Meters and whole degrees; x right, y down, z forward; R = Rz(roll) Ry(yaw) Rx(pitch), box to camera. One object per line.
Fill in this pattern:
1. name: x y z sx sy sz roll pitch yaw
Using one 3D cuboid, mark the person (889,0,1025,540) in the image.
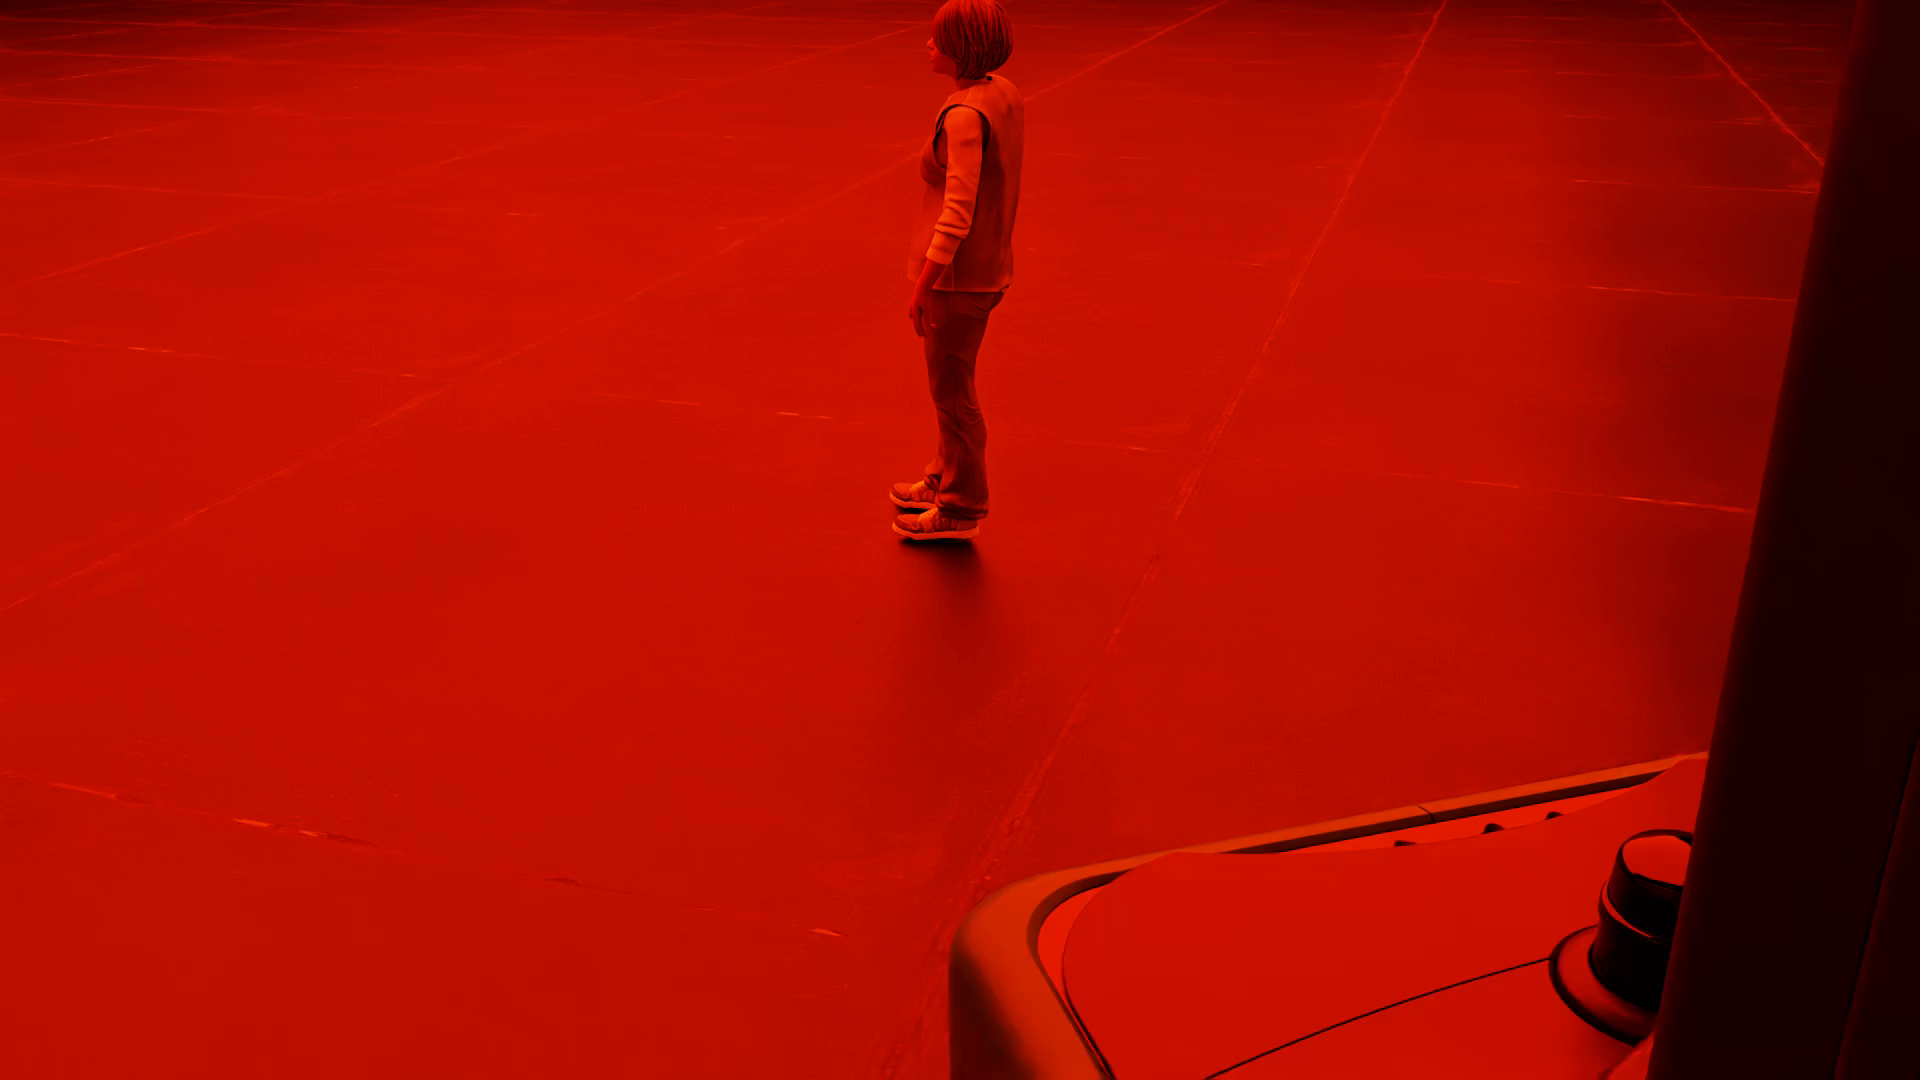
1. person: -0.066 -0.757 4.847 0.475 1.593 0.520 7 23 16
